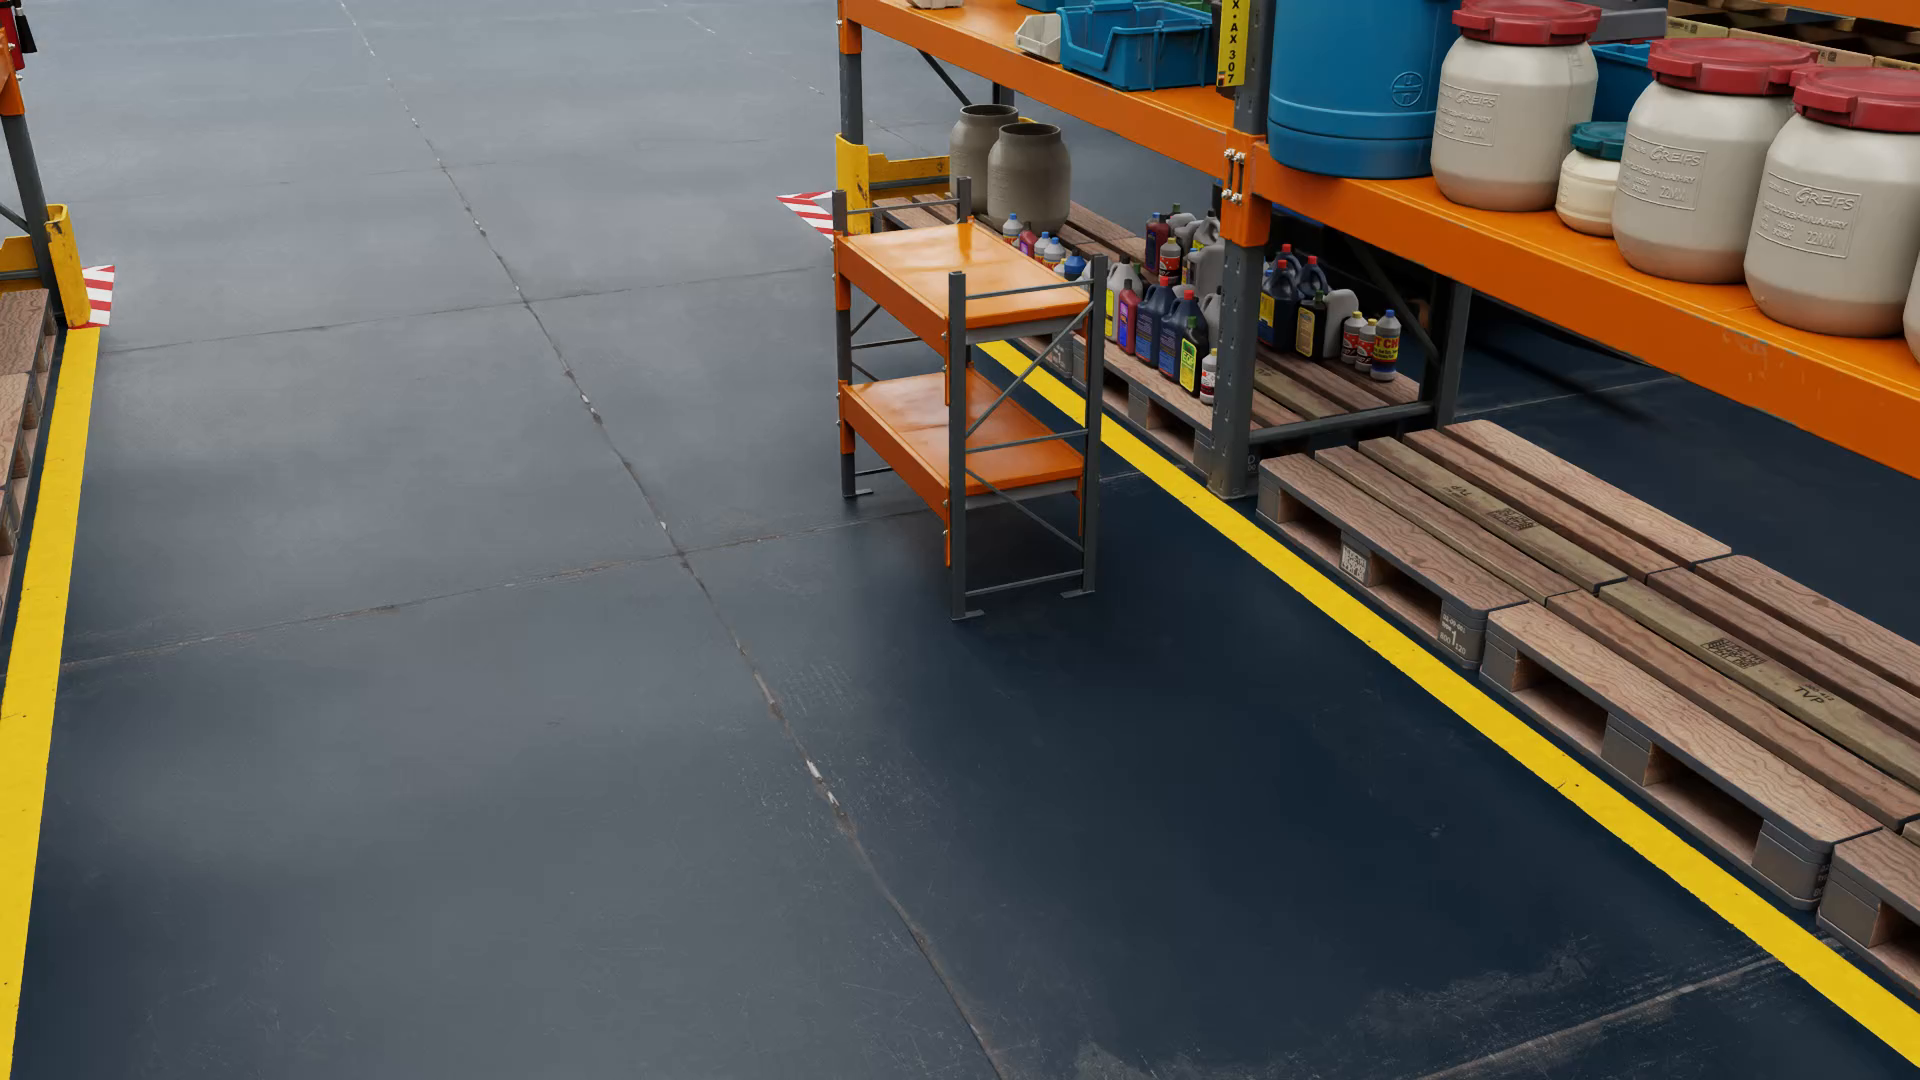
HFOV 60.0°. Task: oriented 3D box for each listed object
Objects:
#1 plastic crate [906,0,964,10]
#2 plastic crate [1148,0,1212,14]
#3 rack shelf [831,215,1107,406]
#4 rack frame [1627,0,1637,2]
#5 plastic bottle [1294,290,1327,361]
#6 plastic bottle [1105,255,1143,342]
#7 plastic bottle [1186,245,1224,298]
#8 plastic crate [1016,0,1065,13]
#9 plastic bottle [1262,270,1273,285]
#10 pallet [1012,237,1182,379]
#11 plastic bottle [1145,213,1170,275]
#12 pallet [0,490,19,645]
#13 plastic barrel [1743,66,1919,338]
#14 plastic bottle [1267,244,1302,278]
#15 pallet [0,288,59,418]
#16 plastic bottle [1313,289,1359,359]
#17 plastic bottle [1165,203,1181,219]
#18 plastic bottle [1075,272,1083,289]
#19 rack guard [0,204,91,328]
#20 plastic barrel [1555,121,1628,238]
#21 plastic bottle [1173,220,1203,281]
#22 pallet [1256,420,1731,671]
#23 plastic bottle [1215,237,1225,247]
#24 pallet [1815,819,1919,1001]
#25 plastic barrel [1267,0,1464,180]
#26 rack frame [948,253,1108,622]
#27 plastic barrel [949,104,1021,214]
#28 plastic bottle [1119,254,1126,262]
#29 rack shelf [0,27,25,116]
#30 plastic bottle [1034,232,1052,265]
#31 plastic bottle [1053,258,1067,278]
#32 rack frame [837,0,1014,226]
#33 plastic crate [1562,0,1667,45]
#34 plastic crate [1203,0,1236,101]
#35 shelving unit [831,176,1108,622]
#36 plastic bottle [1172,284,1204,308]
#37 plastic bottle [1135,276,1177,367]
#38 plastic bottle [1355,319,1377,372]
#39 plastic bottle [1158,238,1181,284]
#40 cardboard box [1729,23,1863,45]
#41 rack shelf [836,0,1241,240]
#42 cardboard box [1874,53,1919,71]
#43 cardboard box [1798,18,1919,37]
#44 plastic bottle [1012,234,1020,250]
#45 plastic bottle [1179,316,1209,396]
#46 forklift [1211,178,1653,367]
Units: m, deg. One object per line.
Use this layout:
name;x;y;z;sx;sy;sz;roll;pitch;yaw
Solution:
plastic crate;-0.120;-2.673;8.106;0.298;0.136;0.250;-11;28;-21
plastic crate;1.120;-2.094;6.862;0.450;0.188;0.662;-11;28;-21
rack shelf;0.003;-0.766;5.369;0.538;0.278;1.000;-11;28;-21
rack frame;4.384;-4.057;10.641;1.000;3.000;0.127;-11;28;-21
plastic bottle;1.421;-0.881;6.731;0.061;0.283;0.133;-11;28;-21
plastic bottle;0.673;-1.019;6.935;0.144;0.351;0.185;-11;28;-21
plastic bottle;1.091;-1.176;7.343;0.152;0.276;0.135;-11;28;-21
plastic crate;0.546;-2.727;8.086;0.499;0.251;0.408;-11;28;-21
plastic bottle;1.290;-1.000;6.987;0.097;0.271;0.097;0;26;0
pallet;0.686;-1.111;7.786;1.003;0.211;1.213;-11;28;-21
plastic bottle;0.924;-1.394;7.780;0.061;0.283;0.133;-11;28;-21
pallet;-3.461;0.246;5.005;1.003;0.211;1.213;-11;28;-21
plastic barrel;2.021;-0.759;3.731;0.433;0.535;0.433;0;26;0
plastic bottle;1.384;-1.074;7.048;0.144;0.351;0.185;-12;28;-23
pallet;-4.417;-0.739;7.023;1.003;0.211;1.213;-11;28;-21
plastic bottle;1.519;-0.896;6.770;0.152;0.276;0.135;-10;28;-19
plastic bottle;1.010;-1.475;7.946;0.061;0.283;0.133;-10;28;-19
plastic bottle;0.541;-1.061;7.192;0.097;0.201;0.097;0;26;0
rack guard;-4.702;-1.203;7.644;1.175;0.500;0.348;-11;28;-21
plastic barrel;1.769;-0.970;4.476;0.301;0.262;0.301;0;26;0
plastic bottle;1.076;-1.353;7.705;0.152;0.276;0.135;-11;28;-22
pallet;1.735;-0.029;5.570;1.003;0.211;1.213;-11;28;-21
plastic bottle;1.217;-1.245;7.399;0.144;0.351;0.185;-11;28;-21
pallet;2.691;0.956;3.552;1.003;0.211;1.213;-11;28;-21
plastic barrel;1.264;-1.610;5.058;0.600;0.901;0.708;-11;28;-21
rack frame;0.202;-0.298;5.077;0.500;1.125;0.032;-11;28;-21
plastic barrel;0.153;-2.026;8.837;0.421;0.512;0.421;0;26;0
plastic bottle;0.710;-1.073;7.124;0.061;0.283;0.133;-11;28;-21
rack shelf;-3.949;-1.226;5.662;1.077;0.370;4.000;-11;28;-21
plastic bottle;0.383;-1.256;7.511;0.097;0.271;0.097;0;26;0
plastic bottle;0.461;-1.144;7.362;0.097;0.201;0.097;0;26;0
rack frame;-0.175;-3.208;8.901;1.000;3.000;0.127;-11;28;-21
plastic crate;1.863;-1.479;5.287;0.402;0.464;0.583;-11;28;-21
plastic crate;1.304;-1.798;6.085;0.767;0.338;0.504;-11;28;-21
shelving unit;0.003;-0.503;5.498;0.538;1.125;1.048;-11;28;-21
plastic bottle;0.926;-0.890;6.757;0.152;0.276;0.135;-11;28;-21
plastic bottle;0.799;-0.888;6.668;0.144;0.351;0.185;-12;29;-23
plastic bottle;1.631;-0.778;6.613;0.097;0.201;0.097;0;26;0
plastic bottle;0.968;-1.290;7.662;0.097;0.201;0.097;0;26;0
cardboard box;4.795;-2.692;9.644;0.500;0.500;0.500;-11;28;-21
rack shelf;0.609;-2.077;7.405;1.077;0.370;4.000;-11;28;-21
cardboard box;5.184;-2.287;8.816;0.500;0.500;0.500;-11;28;-21
cardboard box;5.273;-2.781;9.827;0.500;0.500;0.500;-11;28;-21
plastic bottle;0.289;-1.321;7.724;0.097;0.201;0.097;0;26;0
plastic bottle;0.900;-0.708;6.375;0.061;0.283;0.133;-9;27;-18
forklift;2.439;-2.484;7.497;1.130;2.935;3.031;-11;28;-22
